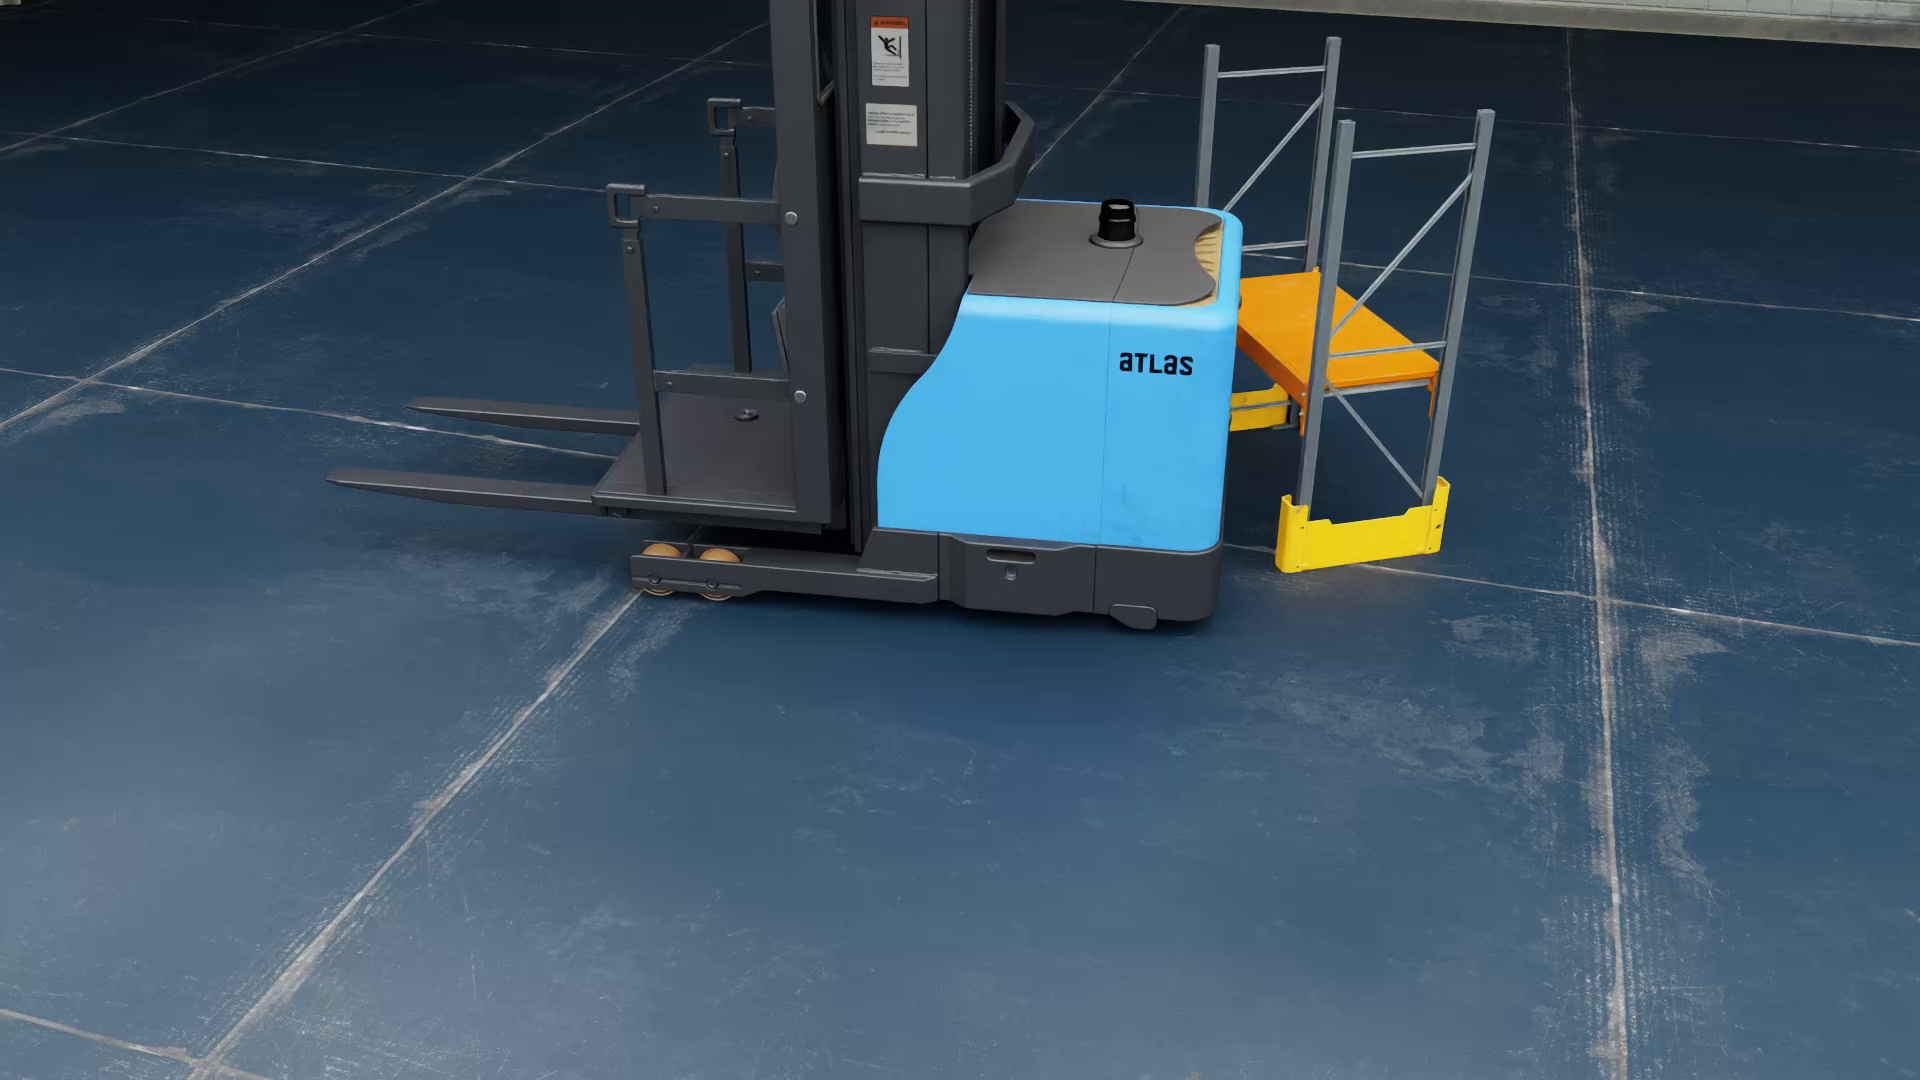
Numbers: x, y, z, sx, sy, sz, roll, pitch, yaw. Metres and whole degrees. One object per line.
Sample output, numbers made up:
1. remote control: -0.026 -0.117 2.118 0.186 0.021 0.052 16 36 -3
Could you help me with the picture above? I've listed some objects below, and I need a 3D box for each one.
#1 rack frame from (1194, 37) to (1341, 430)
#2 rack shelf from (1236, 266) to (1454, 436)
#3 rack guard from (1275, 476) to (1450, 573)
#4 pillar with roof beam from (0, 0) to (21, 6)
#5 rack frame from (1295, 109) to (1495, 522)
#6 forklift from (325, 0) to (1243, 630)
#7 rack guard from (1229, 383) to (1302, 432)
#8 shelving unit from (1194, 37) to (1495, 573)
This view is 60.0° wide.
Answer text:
1. rack frame: 1.090 -1.076 6.142 0.500 1.500 0.032 -7 30 -13
2. rack shelf: 1.221 -0.680 5.800 0.538 0.185 1.000 -7 30 -13
3. rack guard: 1.351 -0.053 5.588 0.587 0.250 0.087 -7 30 -13
4. pillar with roof beam: -3.818 -7.673 10.286 9.100 9.000 0.400 8 30 15
5. rack frame: 1.352 -0.599 5.283 0.500 1.500 0.032 -7 30 -13
6. forklift: -0.618 -1.331 5.128 3.031 2.935 1.130 5 29 8
7. rack guard: 1.094 -0.521 6.429 0.587 0.250 0.087 -7 30 -13
8. shelving unit: 1.223 -0.833 5.705 0.587 1.500 1.083 -7 30 -13
